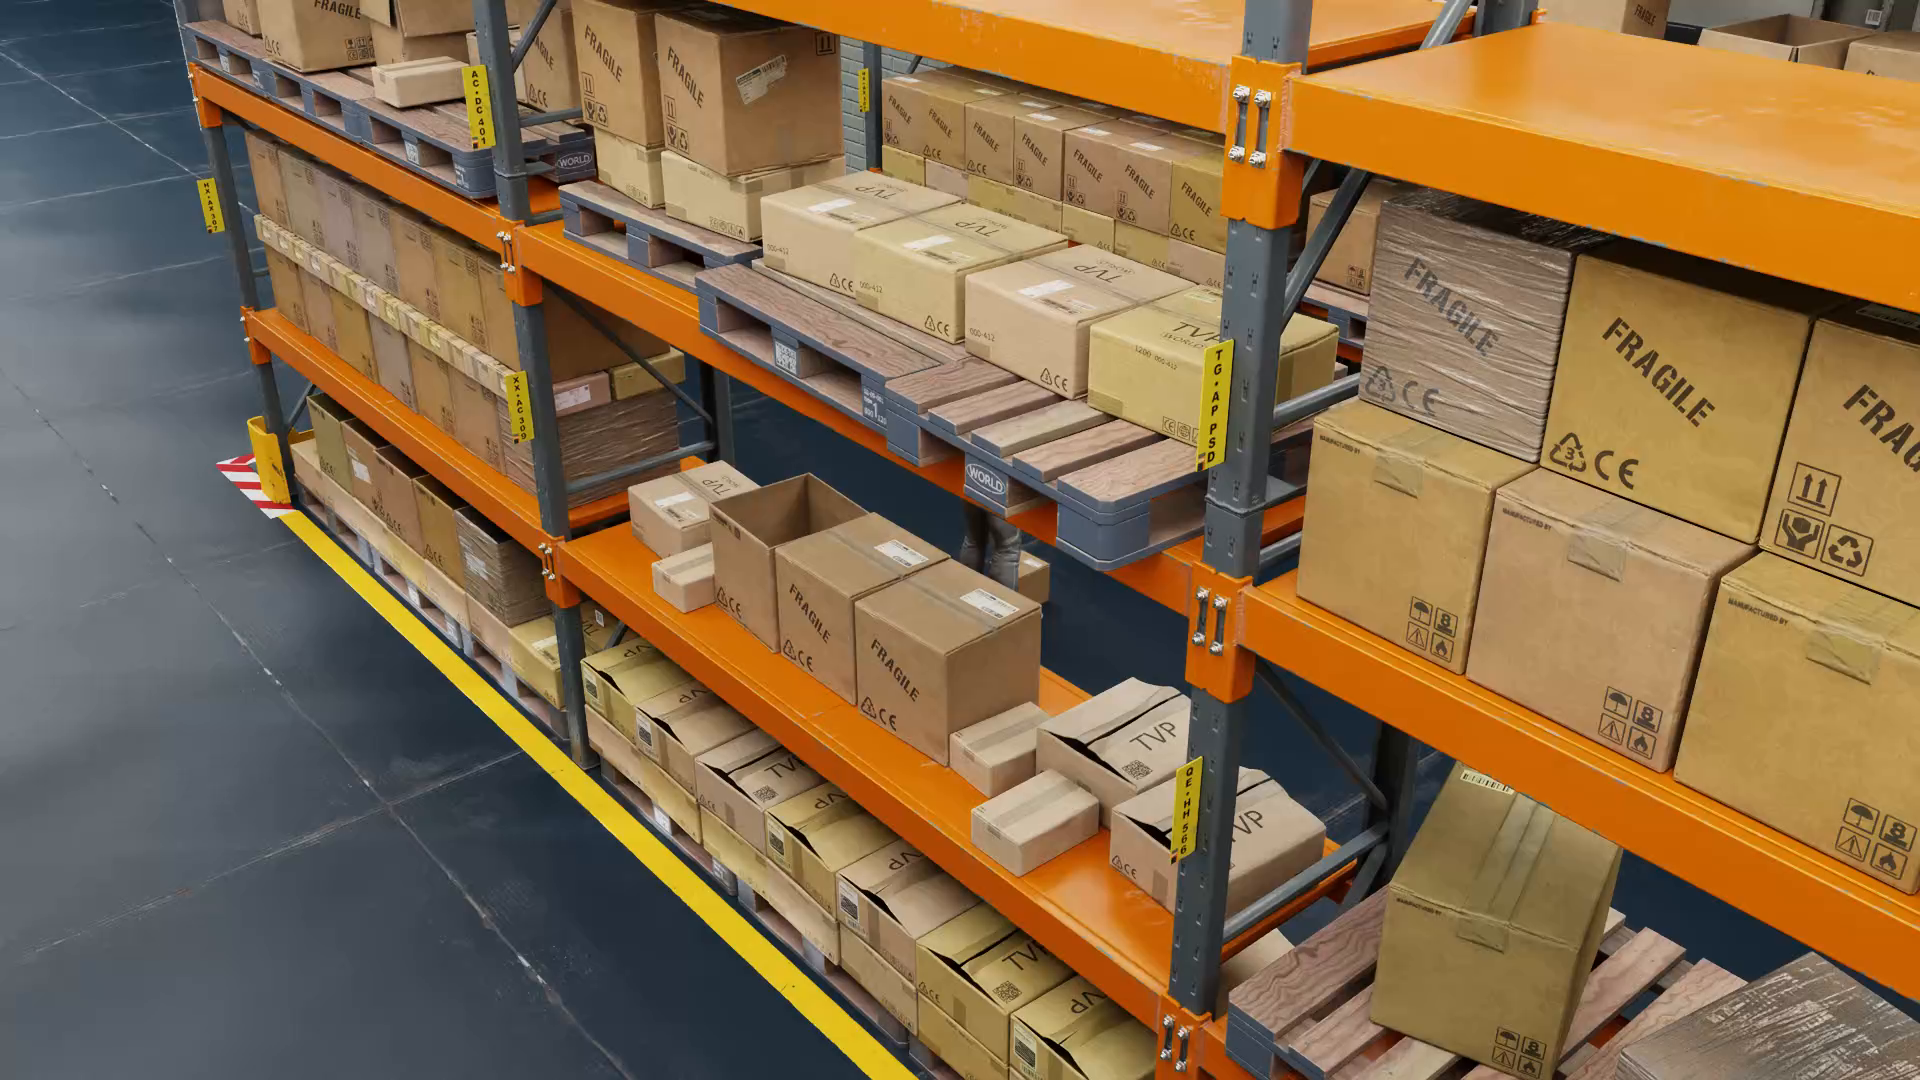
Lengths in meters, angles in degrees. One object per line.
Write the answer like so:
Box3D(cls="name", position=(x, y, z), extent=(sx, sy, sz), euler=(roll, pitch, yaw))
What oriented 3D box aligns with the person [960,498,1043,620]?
Box3D(cls="person", position=(0.175, -0.353, 9.265), extent=(0.454, 1.761, 0.636), euler=(-24, 36, -37))
